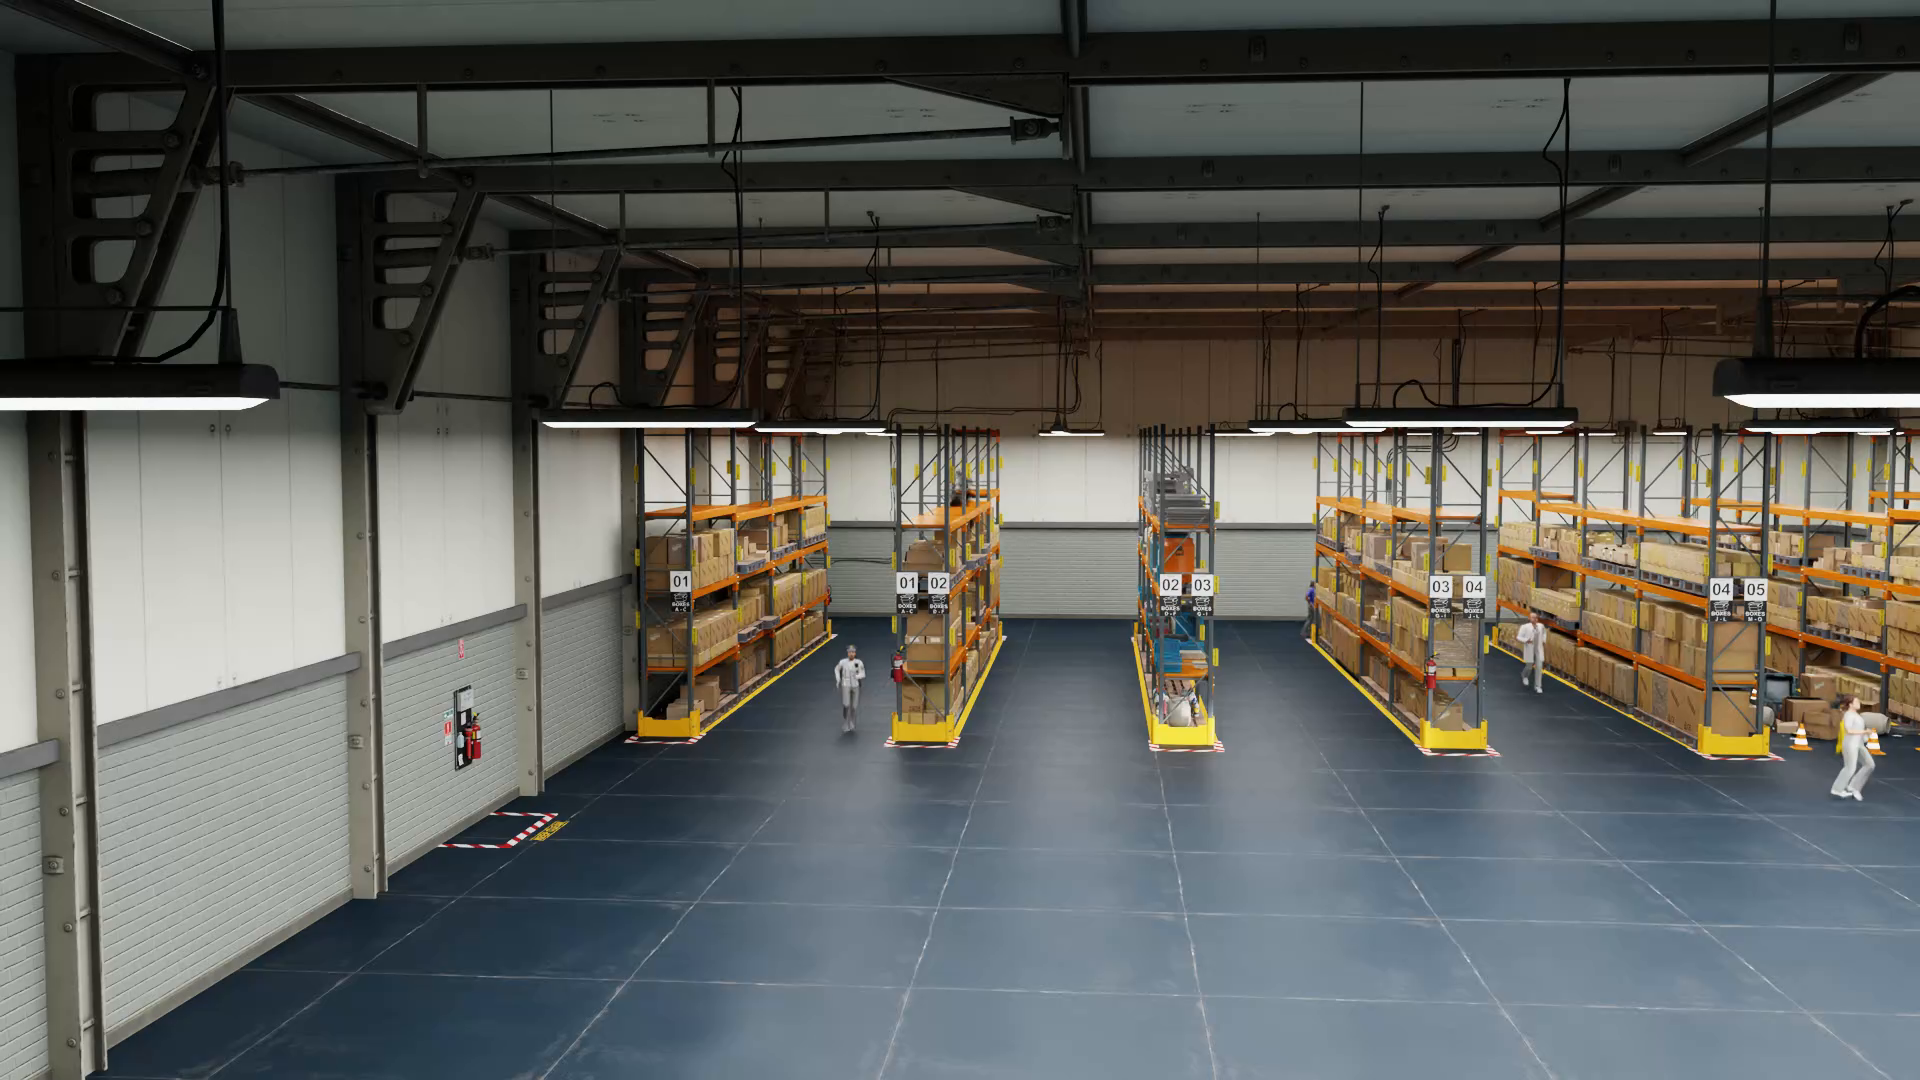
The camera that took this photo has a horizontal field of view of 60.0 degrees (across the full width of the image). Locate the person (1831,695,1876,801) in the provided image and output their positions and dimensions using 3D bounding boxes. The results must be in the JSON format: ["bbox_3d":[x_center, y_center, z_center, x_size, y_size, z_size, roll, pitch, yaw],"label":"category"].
[{"bbox_3d":[14.171,3.291,26.324,0.545,1.689,0.654,-3,5,-42],"label":"person"}]

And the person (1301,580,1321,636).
[{"bbox_3d":[10.219,1.986,48.013,0.712,1.643,0.555,1,4,9],"label":"person"}]

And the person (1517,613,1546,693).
[{"bbox_3d":[12.990,2.530,37.693,0.712,1.776,1.037,0,3,1],"label":"person"}]

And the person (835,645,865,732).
[{"bbox_3d":[-2.141,2.907,32.510,0.579,1.713,0.688,0,4,-8],"label":"person"}]
